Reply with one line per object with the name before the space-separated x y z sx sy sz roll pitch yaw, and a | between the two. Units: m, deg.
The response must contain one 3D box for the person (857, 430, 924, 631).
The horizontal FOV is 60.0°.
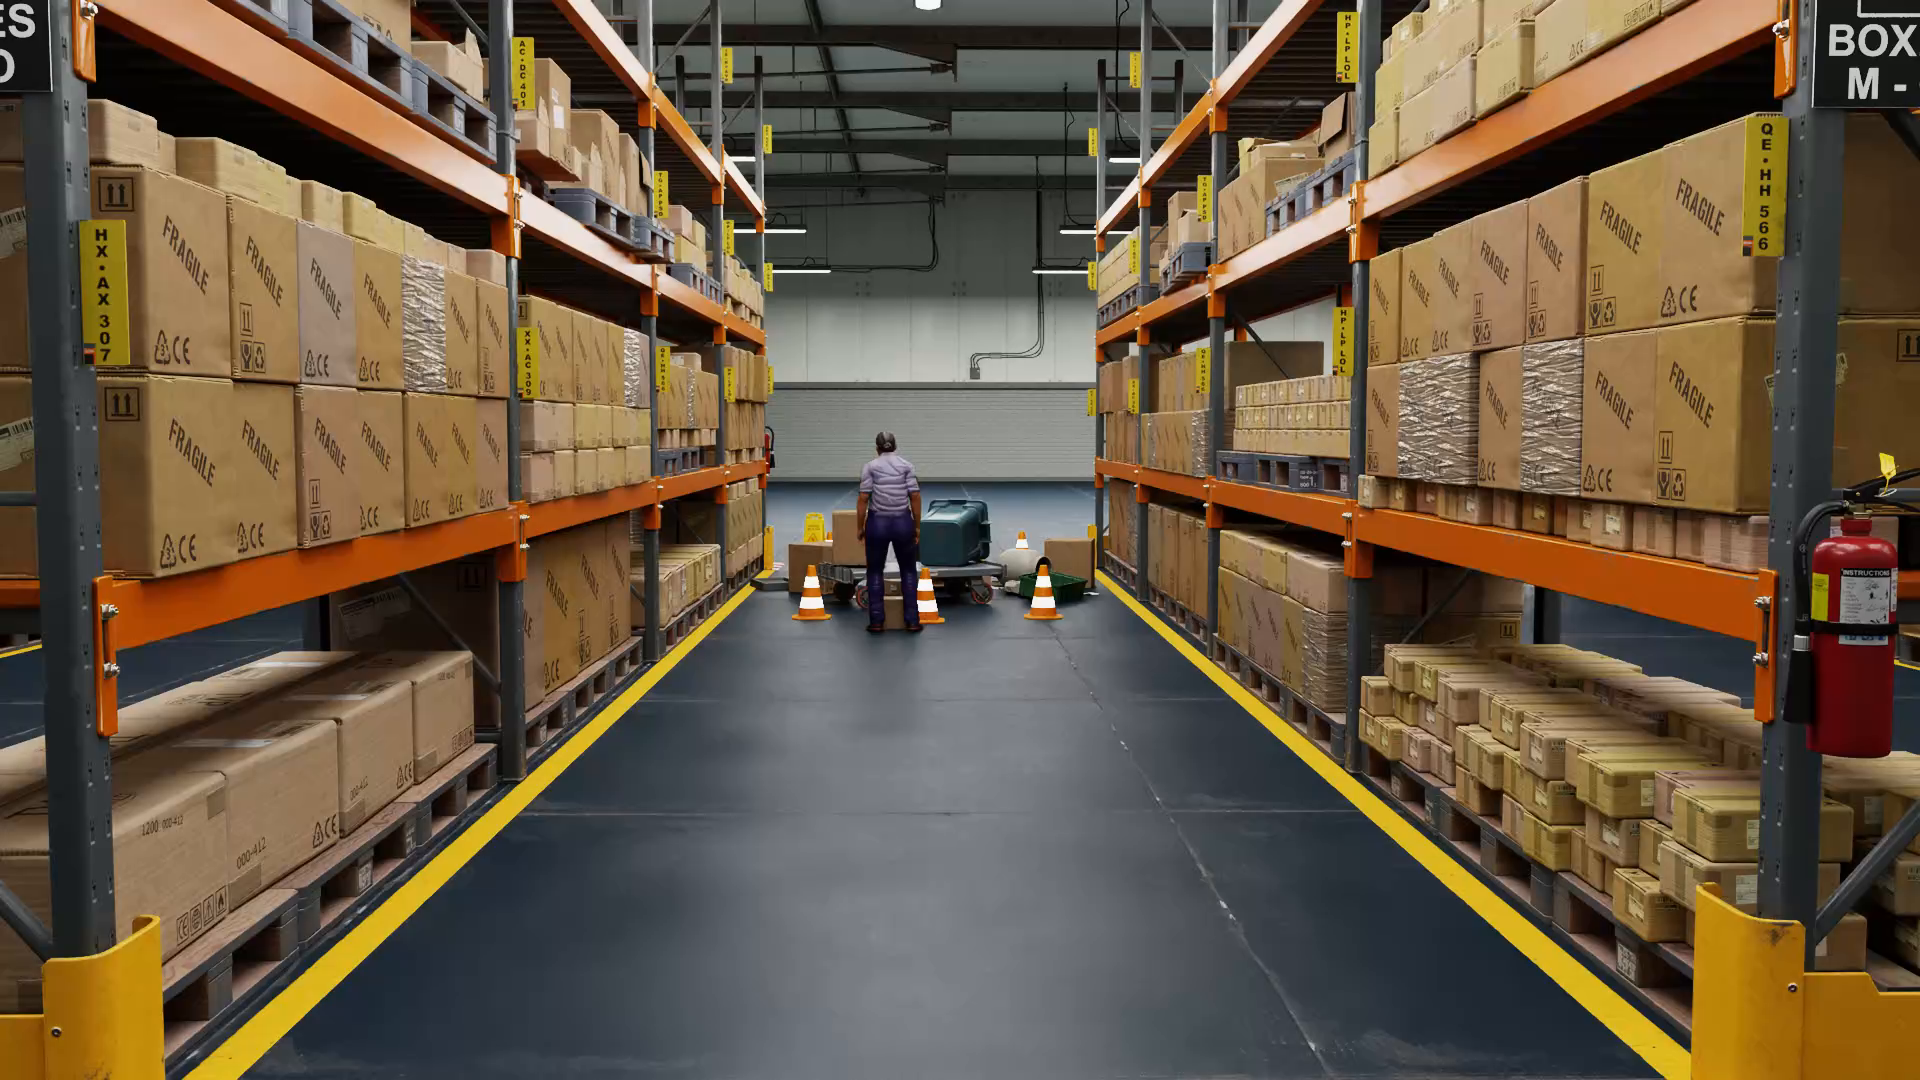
person | -0.570 -0.075 13.666 0.563 1.653 0.334 -1 4 -8
